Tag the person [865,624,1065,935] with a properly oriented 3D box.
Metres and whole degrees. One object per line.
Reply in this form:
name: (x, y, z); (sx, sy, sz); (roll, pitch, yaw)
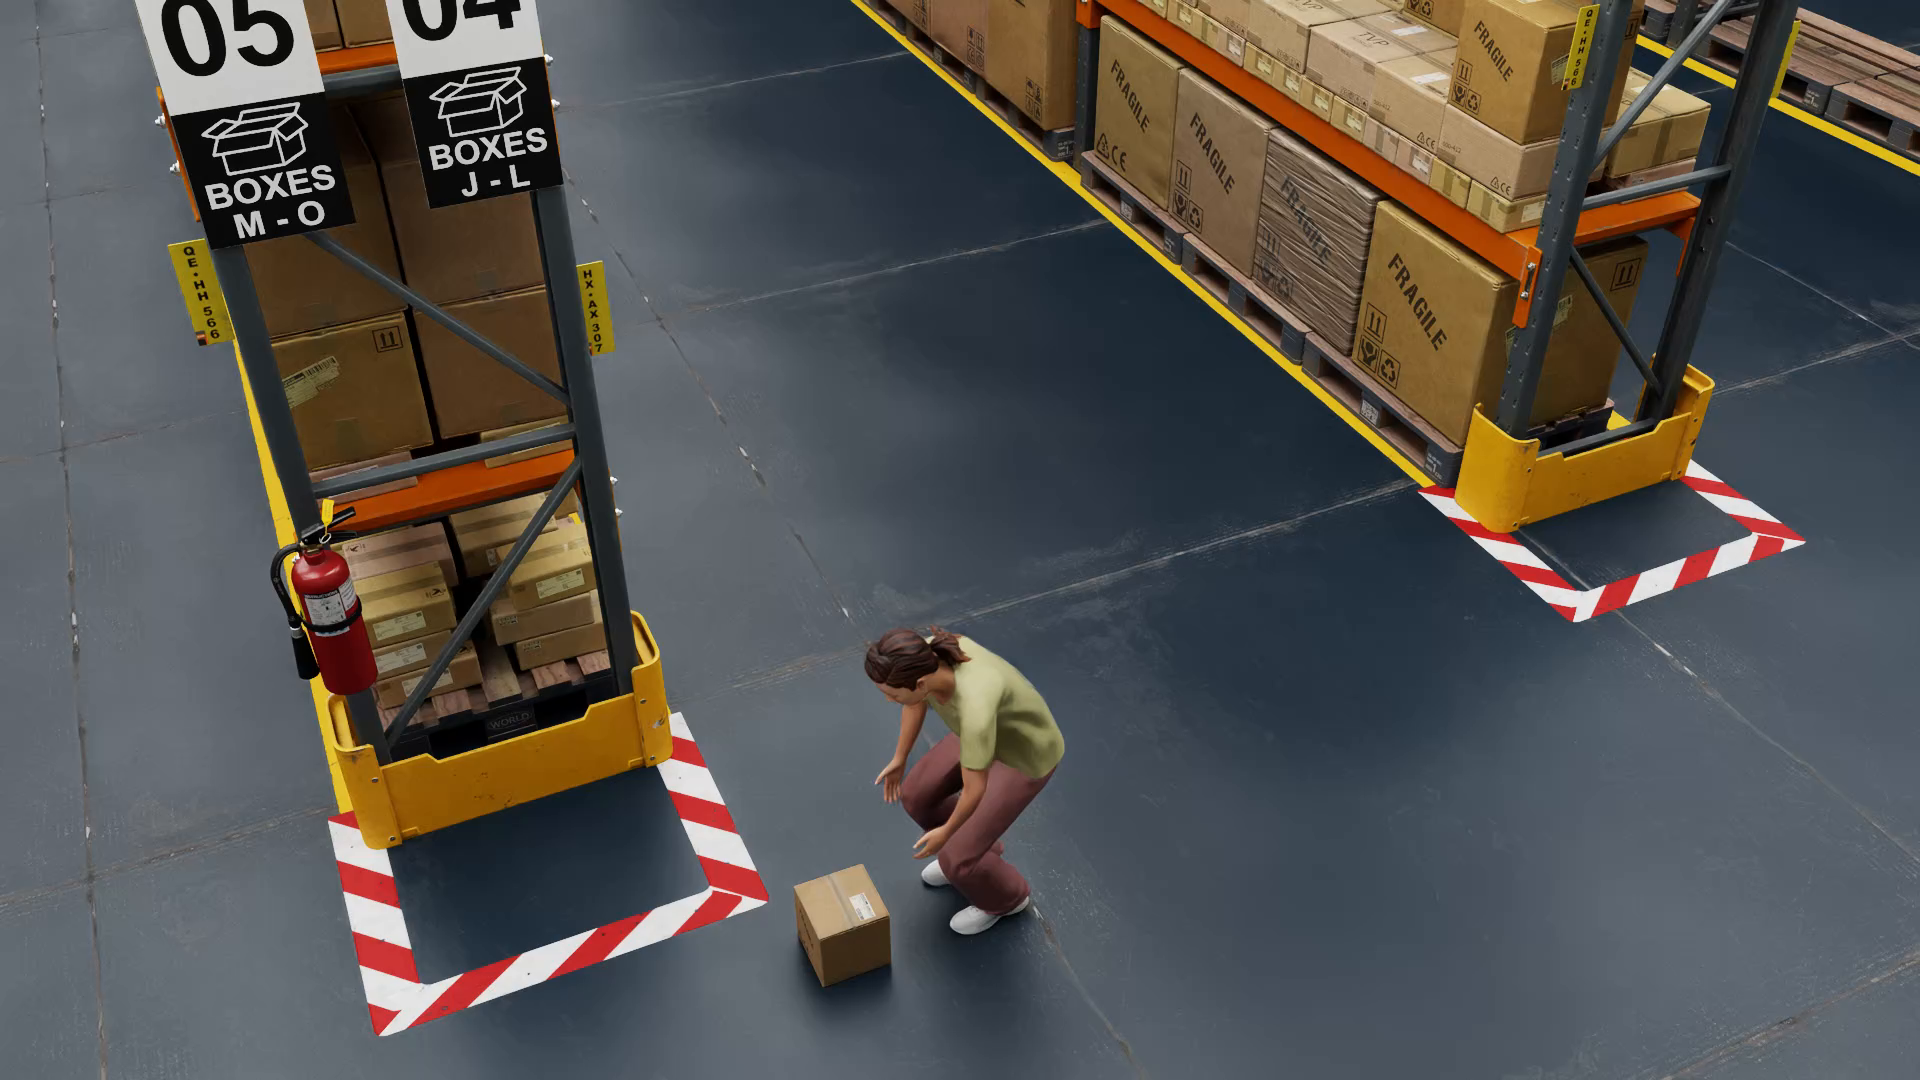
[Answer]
person: (0.022, 0.756, 5.449); (0.668, 1.333, 0.511); (-15, 40, -19)
